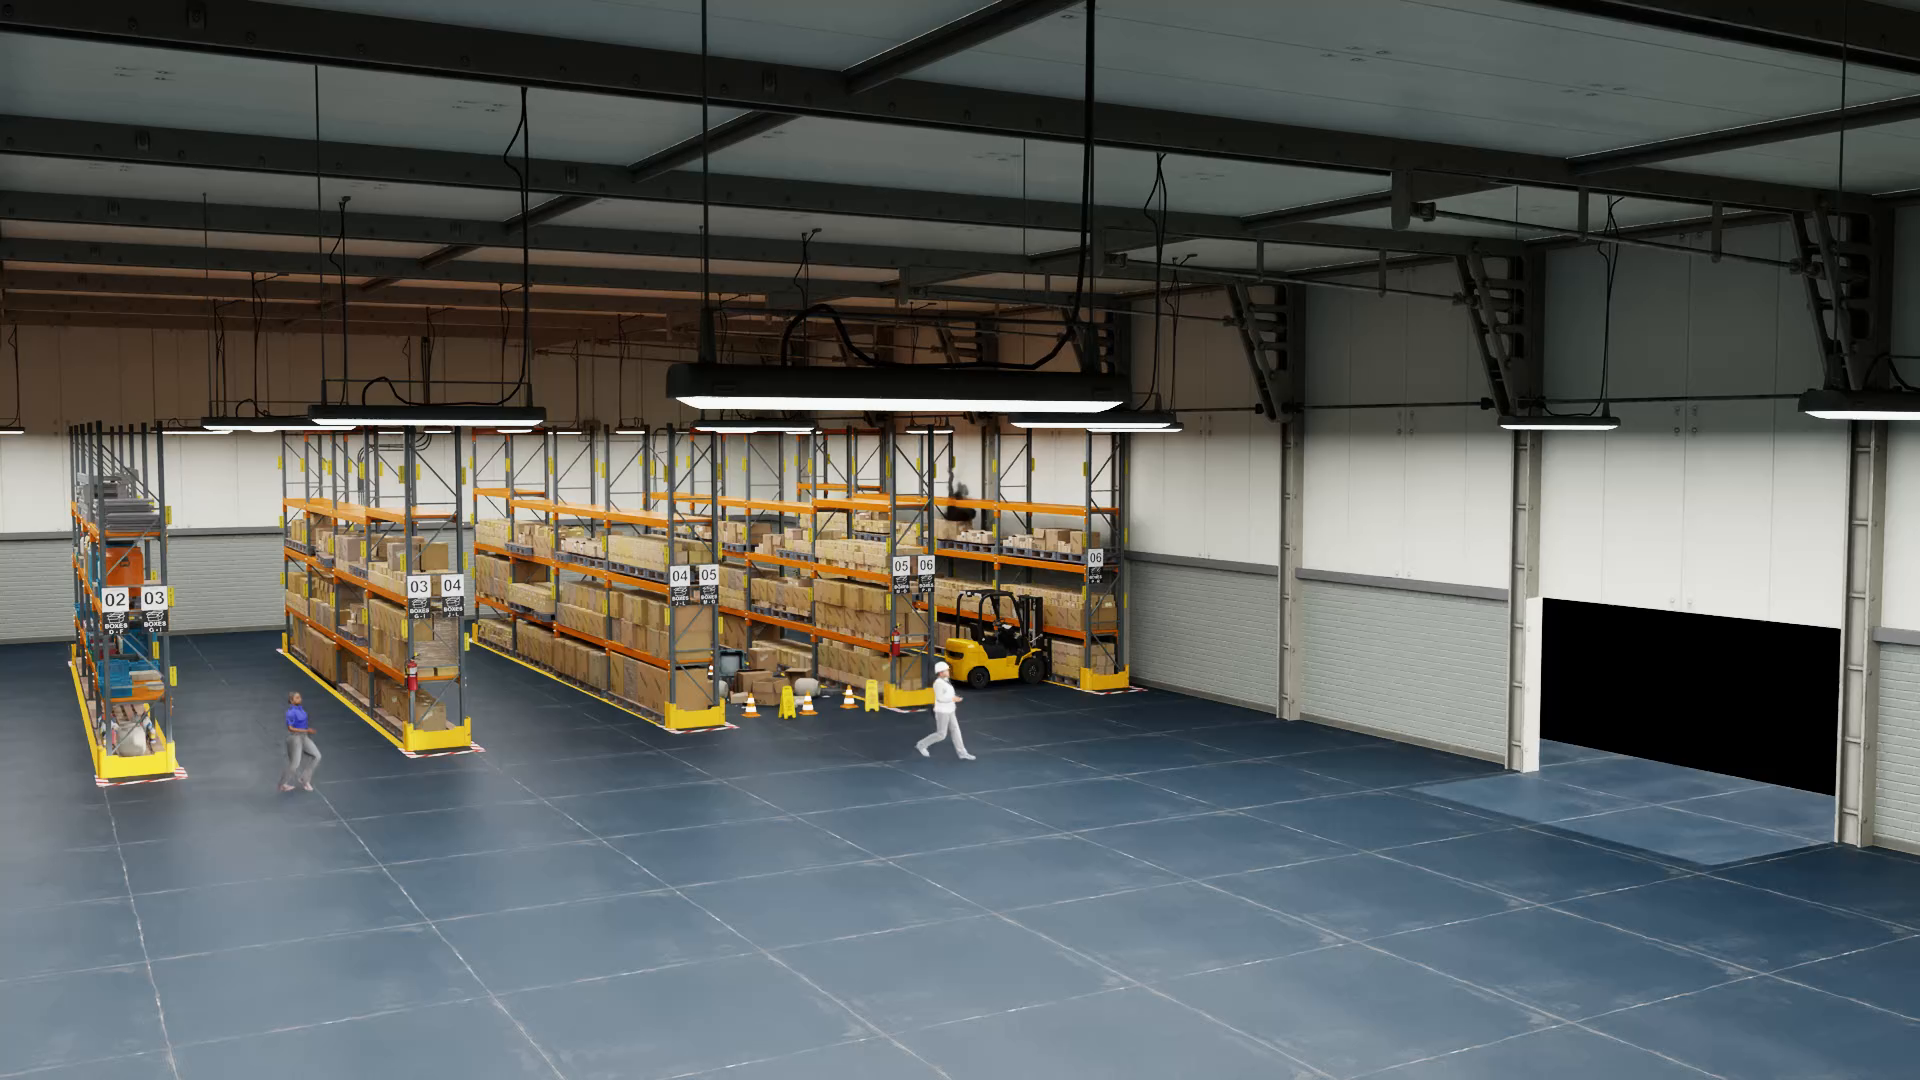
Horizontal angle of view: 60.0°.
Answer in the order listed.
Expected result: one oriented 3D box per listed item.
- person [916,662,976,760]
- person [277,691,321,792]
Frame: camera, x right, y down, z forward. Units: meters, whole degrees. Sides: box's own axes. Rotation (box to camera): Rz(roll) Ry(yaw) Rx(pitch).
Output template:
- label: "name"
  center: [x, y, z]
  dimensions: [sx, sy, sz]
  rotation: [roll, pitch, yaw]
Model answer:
- label: "person"
  center: [-0.245, 3.008, 29.286]
  dimensions: [1.054, 1.732, 0.672]
  rotation: [1, 4, 13]
- label: "person"
  center: [-10.677, 3.261, 26.848]
  dimensions: [0.703, 1.663, 0.582]
  rotation: [0, 4, 7]
